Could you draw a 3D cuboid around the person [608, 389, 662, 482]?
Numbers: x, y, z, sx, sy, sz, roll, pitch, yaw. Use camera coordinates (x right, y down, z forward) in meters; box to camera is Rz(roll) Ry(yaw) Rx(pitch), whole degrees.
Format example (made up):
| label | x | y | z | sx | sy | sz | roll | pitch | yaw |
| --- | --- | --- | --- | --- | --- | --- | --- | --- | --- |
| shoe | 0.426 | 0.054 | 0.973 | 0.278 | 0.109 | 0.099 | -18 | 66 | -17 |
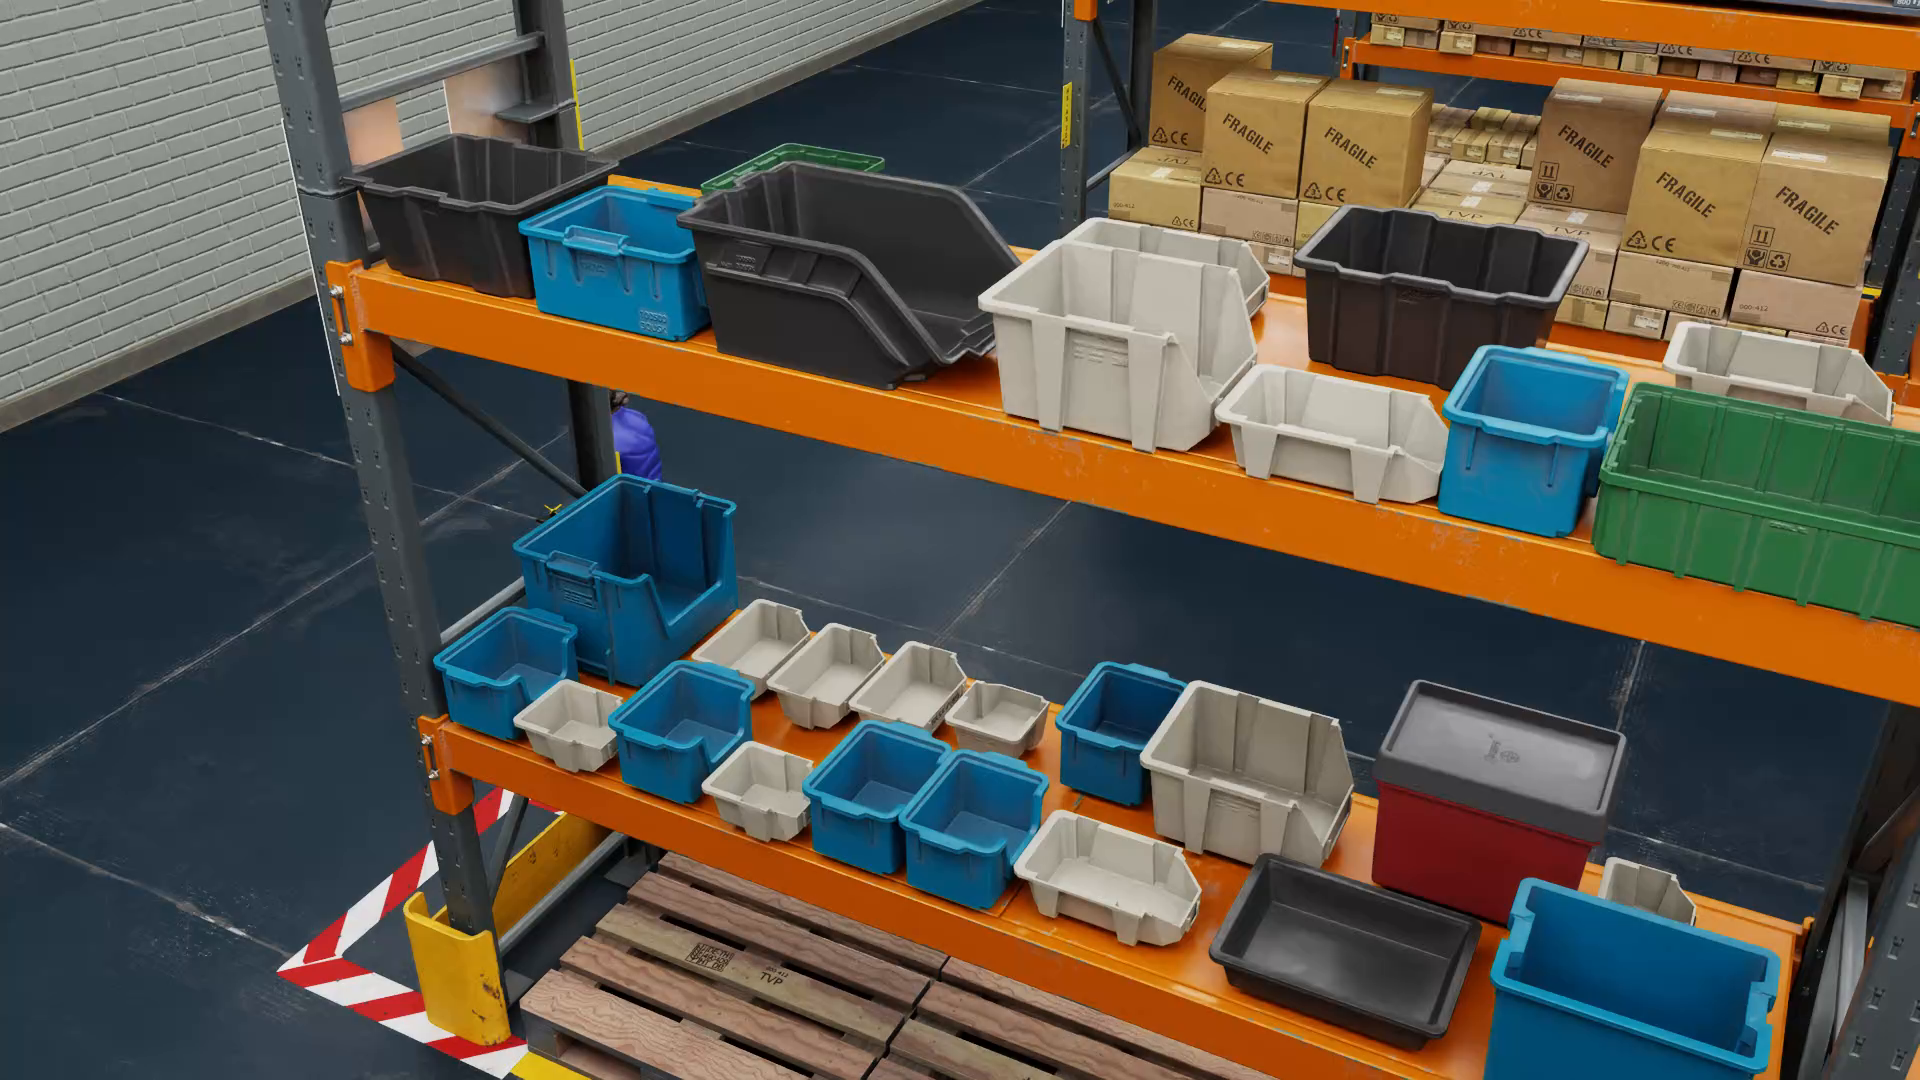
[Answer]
| label | x | y | z | sx | sy | sz | roll | pitch | yaw |
| --- | --- | --- | --- | --- | --- | --- | --- | --- | --- |
| person | -1.410 | 0.001 | 7.134 | 0.351 | 1.655 | 0.506 | 8 | 31 | 14 |
